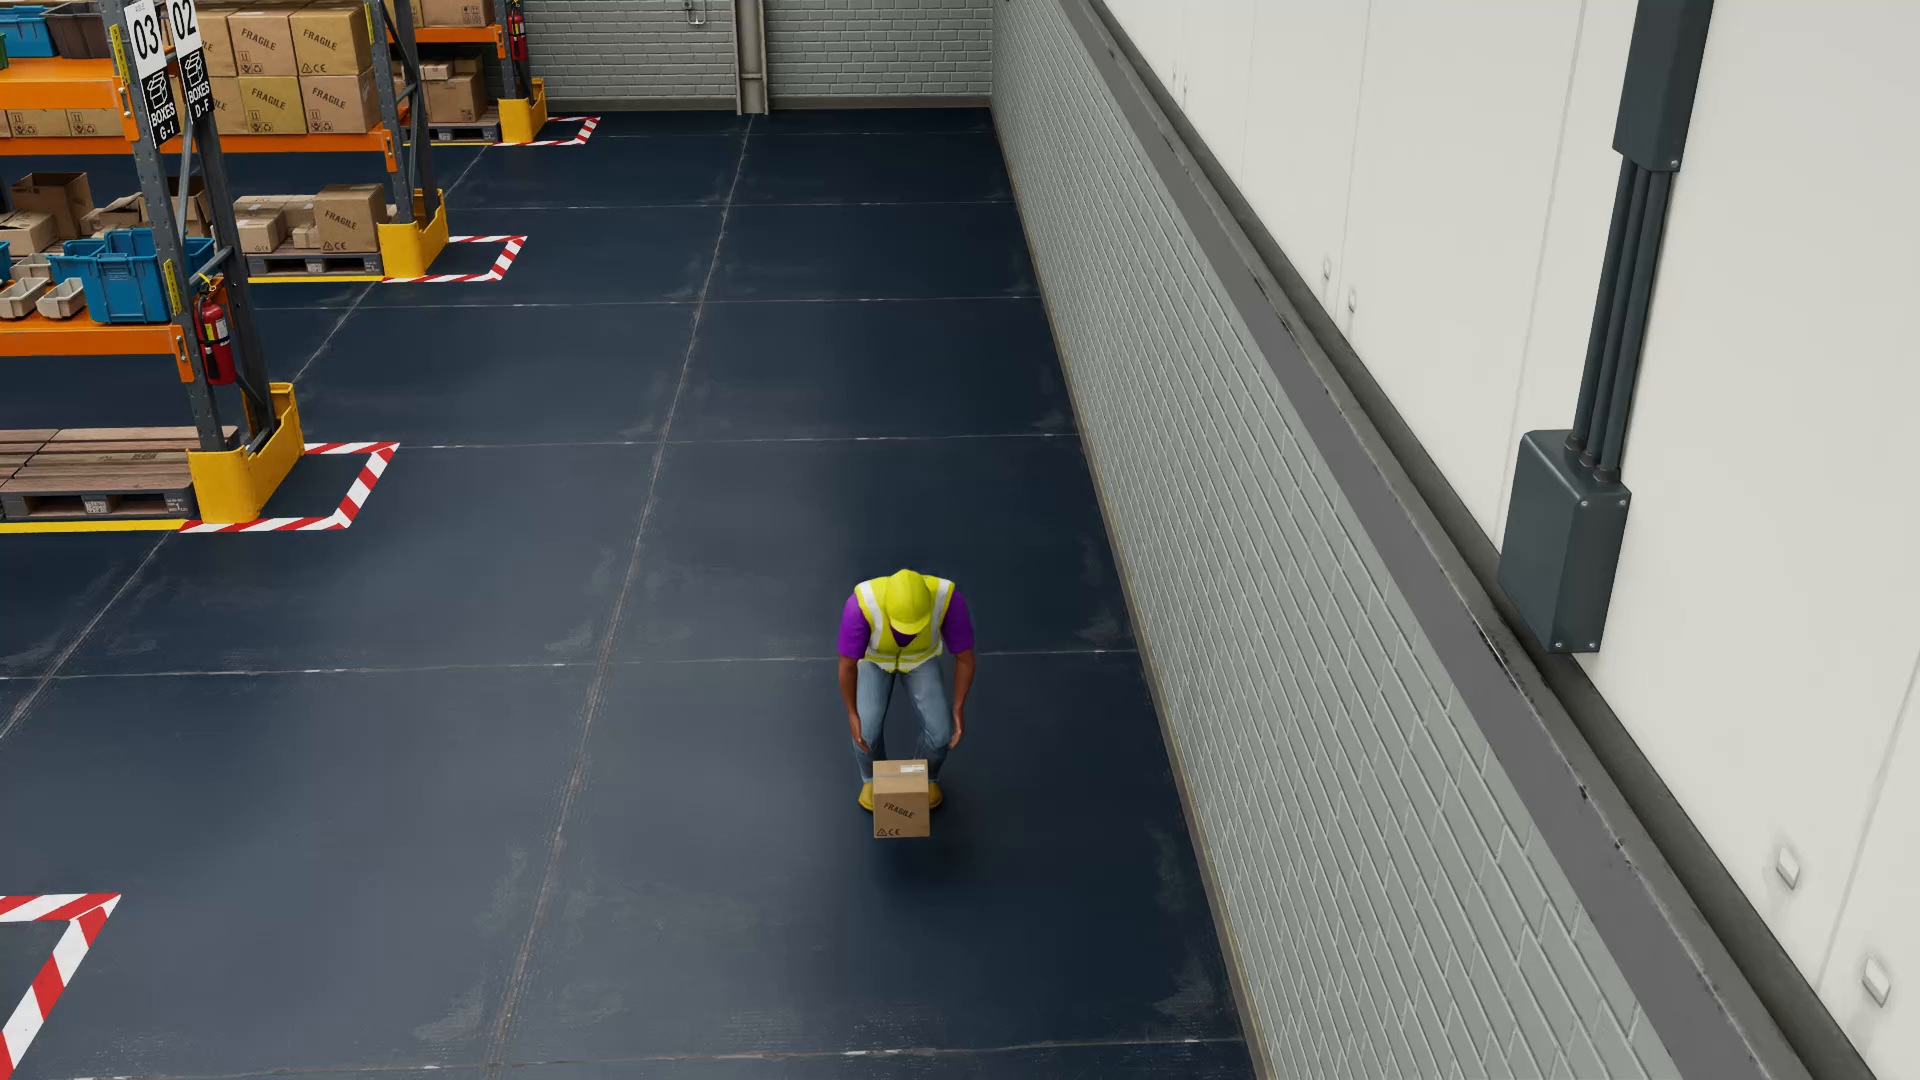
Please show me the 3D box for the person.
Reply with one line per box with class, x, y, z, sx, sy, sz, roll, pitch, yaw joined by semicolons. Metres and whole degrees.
person;-0.247;0.644;7.745;0.632;1.405;0.762;-1;27;-2
